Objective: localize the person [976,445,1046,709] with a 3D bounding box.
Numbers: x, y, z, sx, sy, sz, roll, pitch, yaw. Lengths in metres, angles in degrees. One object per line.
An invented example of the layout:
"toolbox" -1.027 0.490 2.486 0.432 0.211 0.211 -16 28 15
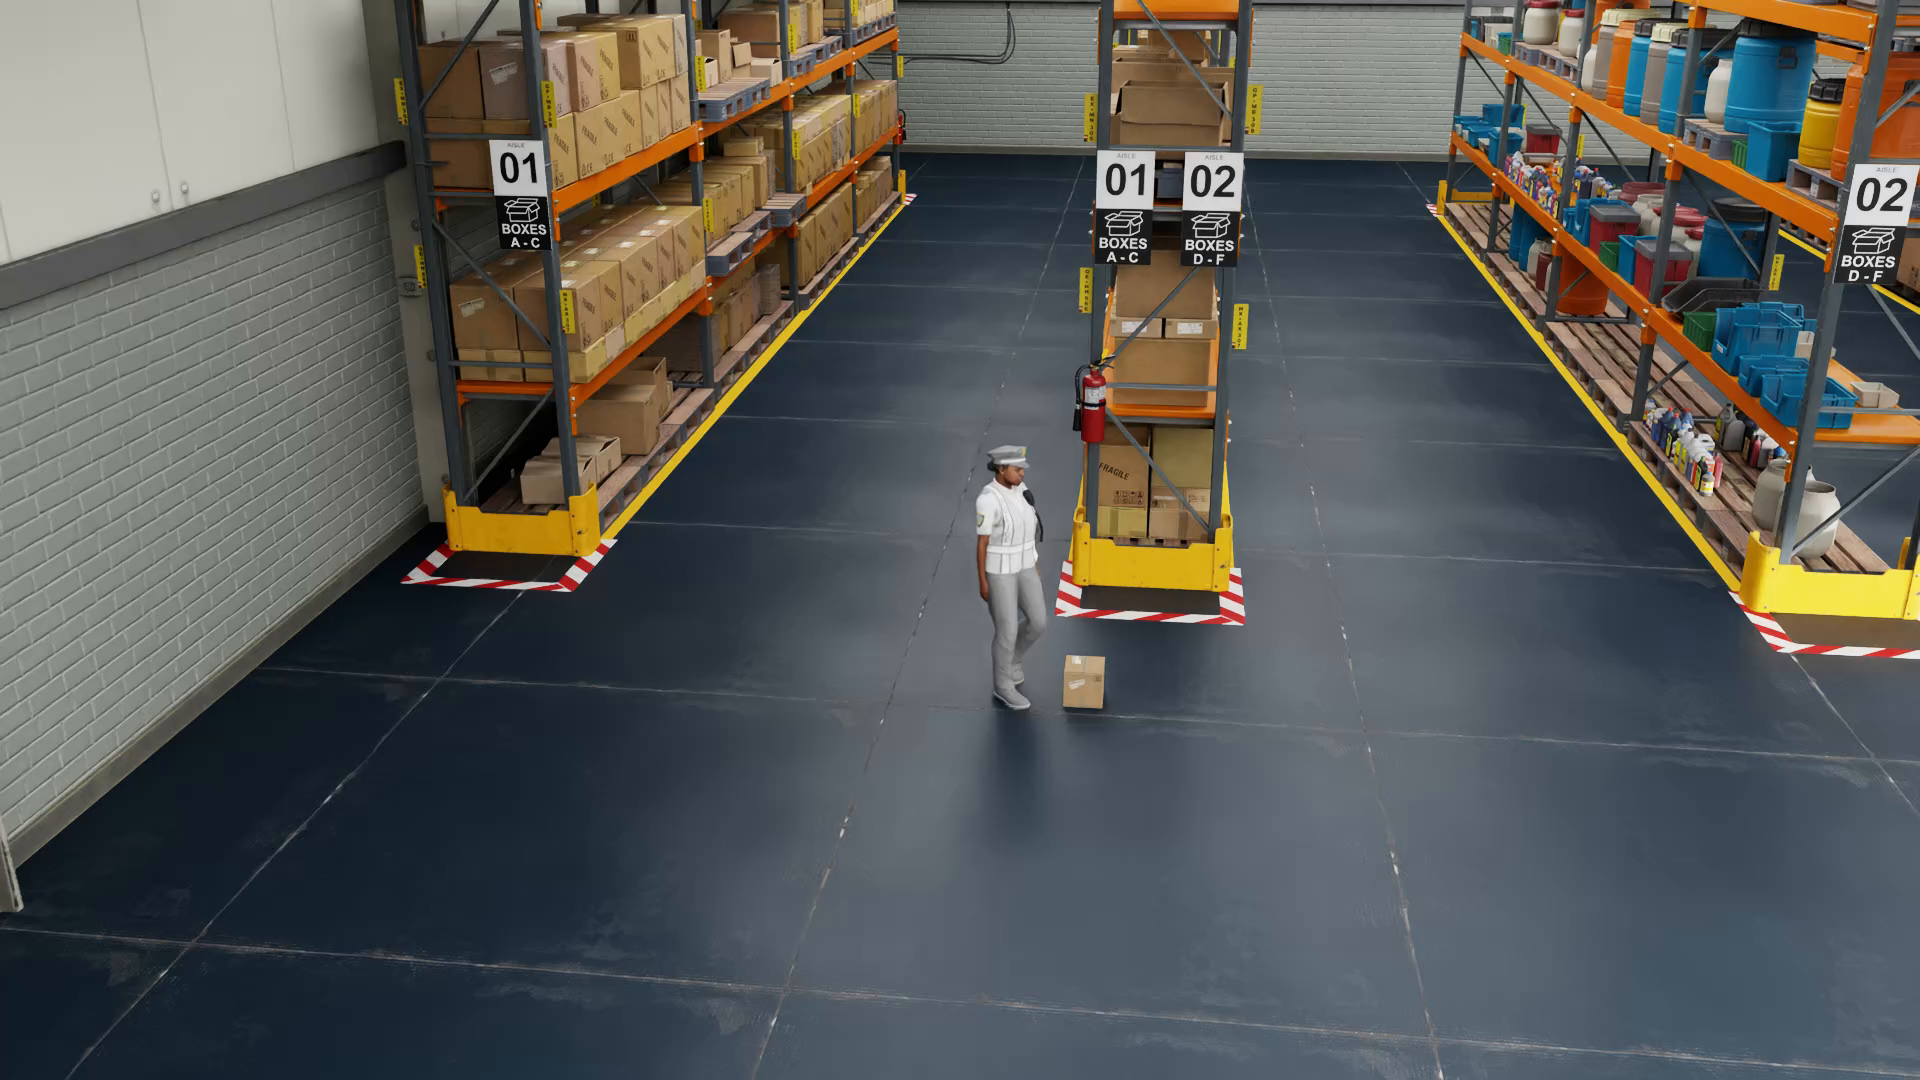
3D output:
"person" 0.353 0.211 10.540 0.489 1.660 0.473 20 29 41
